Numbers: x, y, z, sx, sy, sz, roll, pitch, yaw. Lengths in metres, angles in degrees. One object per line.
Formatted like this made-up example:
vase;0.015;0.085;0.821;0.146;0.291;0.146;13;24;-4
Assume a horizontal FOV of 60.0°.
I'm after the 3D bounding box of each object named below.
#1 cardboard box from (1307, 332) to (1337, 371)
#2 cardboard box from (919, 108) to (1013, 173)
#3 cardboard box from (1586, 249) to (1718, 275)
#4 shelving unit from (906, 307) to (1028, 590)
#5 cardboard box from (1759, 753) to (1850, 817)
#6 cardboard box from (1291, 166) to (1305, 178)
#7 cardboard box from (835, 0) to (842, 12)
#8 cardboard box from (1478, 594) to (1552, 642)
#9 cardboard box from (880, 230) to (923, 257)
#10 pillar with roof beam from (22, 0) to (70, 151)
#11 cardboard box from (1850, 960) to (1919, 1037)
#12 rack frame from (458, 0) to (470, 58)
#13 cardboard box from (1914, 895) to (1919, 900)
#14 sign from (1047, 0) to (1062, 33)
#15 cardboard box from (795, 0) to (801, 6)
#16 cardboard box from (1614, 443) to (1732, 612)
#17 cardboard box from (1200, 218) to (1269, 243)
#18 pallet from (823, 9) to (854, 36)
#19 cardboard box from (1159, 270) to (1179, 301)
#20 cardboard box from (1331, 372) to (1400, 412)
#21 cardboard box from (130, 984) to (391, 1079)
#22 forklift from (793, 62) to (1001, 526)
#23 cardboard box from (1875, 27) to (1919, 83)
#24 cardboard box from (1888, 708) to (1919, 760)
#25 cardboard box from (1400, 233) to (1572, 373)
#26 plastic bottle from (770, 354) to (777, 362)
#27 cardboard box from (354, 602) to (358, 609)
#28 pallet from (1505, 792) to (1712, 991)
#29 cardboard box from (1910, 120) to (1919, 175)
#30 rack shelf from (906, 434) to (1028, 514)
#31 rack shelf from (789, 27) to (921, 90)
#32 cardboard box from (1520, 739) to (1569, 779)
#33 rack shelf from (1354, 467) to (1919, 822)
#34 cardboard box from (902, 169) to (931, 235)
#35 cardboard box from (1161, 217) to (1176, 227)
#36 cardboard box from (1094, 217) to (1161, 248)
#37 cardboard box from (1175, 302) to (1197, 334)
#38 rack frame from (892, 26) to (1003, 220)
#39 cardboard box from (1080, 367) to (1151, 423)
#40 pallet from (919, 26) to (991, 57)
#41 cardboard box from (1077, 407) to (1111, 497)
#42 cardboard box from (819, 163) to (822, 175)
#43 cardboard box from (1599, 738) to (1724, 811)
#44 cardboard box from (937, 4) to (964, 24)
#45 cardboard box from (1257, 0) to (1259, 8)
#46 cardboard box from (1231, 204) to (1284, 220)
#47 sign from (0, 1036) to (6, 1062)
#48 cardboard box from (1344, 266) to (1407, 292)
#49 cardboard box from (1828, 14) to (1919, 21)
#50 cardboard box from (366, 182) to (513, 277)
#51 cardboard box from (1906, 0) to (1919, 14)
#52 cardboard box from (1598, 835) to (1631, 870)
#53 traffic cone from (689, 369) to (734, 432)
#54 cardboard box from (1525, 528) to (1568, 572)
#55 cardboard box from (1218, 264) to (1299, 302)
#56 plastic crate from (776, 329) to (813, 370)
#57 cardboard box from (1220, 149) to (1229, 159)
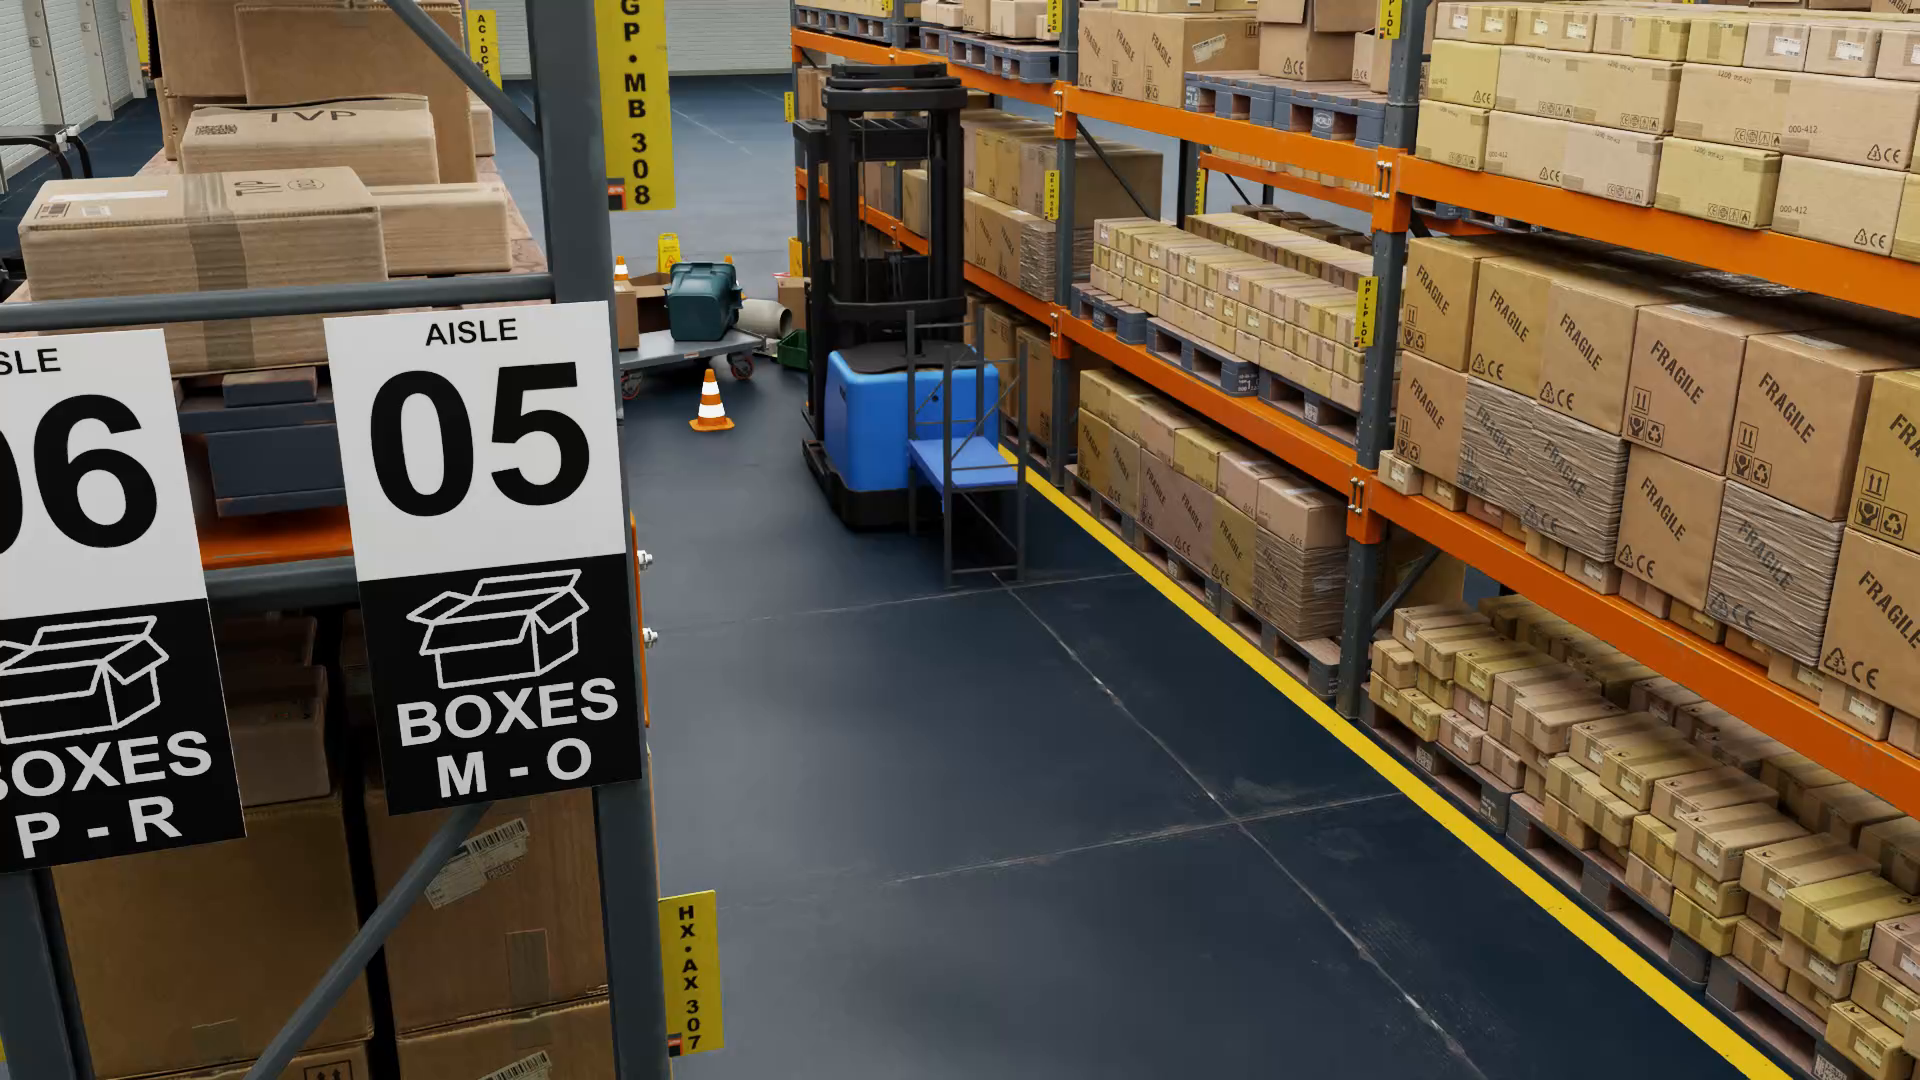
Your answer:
cardboard box;2.010;-0.982;8.522;0.380;0.149;0.250;-6;21;-17
cardboard box;0.054;-3.497;14.589;0.700;0.500;0.500;-7;21;-18
cardboard box;2.978;-0.941;7.033;0.500;0.500;0.500;-7;21;-19
shelving unit;0.029;-0.595;10.356;0.538;1.500;1.048;-5;20;-13
cardboard box;3.389;0.952;6.544;0.380;0.149;0.250;-6;21;-16
cardboard box;3.828;-4.035;18.086;0.380;0.149;0.250;-6;21;-17
cardboard box;-1.007;-5.249;16.258;0.380;0.149;0.250;-6;21;-17
cardboard box;2.765;0.379;8.139;0.380;0.149;0.250;-6;21;-16
cardboard box;-0.239;-2.545;16.087;0.875;0.875;0.875;-6;21;-16
pillar with roof beam;-12.951;-12.073;31.217;9.100;9.000;0.400;-6;21;-17
cardboard box;3.196;1.488;5.493;0.380;0.149;0.250;-7;21;-18
rack frame;-2.261;-2.836;5.500;1.000;3.000;0.127;-6;21;-17
cardboard box;3.549;1.358;5.854;0.380;0.149;0.250;-6;21;-17
sign;0.620;-3.491;10.878;0.100;0.325;0.005;-6;21;-17
cardboard box;-1.562;-5.816;17.837;0.380;0.149;0.250;-6;21;-17
cardboard box;2.806;-0.080;6.114;0.500;0.500;0.500;-5;20;-14
cardboard box;1.815;-2.025;10.986;0.380;0.149;0.250;-7;21;-18
pallet;-0.735;-5.163;16.547;1.003;0.211;1.213;-6;21;-17
cardboard box;1.442;-1.565;10.146;0.380;0.149;0.250;-6;21;-17
cardboard box;2.094;-0.757;8.337;0.380;0.149;0.250;-7;21;-18
cardboard box;-1.407;1.097;3.277;0.500;0.500;0.500;-6;21;-17
forklift;-0.570;-1.934;11.966;1.130;2.935;3.031;-5;20;-13
cardboard box;3.006;-1.460;4.999;0.380;0.149;0.250;-7;21;-18
cardboard box;3.157;0.593;5.198;0.380;0.149;0.250;-7;21;-18
cardboard box;2.317;-1.058;7.358;0.500;0.500;0.500;-6;21;-16
plastic bottle;-1.628;-1.684;15.514;0.283;0.061;0.133;17;26;39
cardboard box;-1.882;0.139;4.466;0.500;0.500;0.500;-7;21;-18
pallet;3.038;1.345;6.859;1.003;0.211;1.213;-6;21;-17
cardboard box;3.115;-1.149;4.722;0.500;0.250;0.500;-7;21;-19
rack shelf;0.029;-0.426;10.417;0.538;0.185;1.000;-5;20;-13
rack shelf;-0.737;-4.853;16.618;1.077;0.370;4.000;-6;21;-17
cardboard box;2.638;0.907;7.110;0.380;0.149;0.250;-5;20;-15
rack shelf;3.035;0.409;6.404;1.077;0.370;4.000;-6;21;-17
cardboard box;-0.198;-2.988;14.650;0.500;0.500;0.500;-6;21;-17
cardboard box;1.264;-2.075;12.107;0.500;0.500;0.500;-6;21;-17
cardboard box;1.112;-2.044;11.040;0.380;0.149;0.250;-6;21;-17
cardboard box;1.517;-1.344;9.971;0.380;0.149;0.250;-6;21;-16
rack frame;-0.108;-3.138;15.217;1.000;3.000;0.127;-6;21;-17
cardboard box;1.136;-0.982;11.180;0.500;0.250;0.500;-7;21;-20
pallet;0.227;-4.171;13.937;0.805;0.209;1.217;-7;21;-19
cardboard box;1.129;-0.622;11.287;0.500;0.500;0.500;-7;21;-20
cardboard box;-1.206;-4.378;18.447;0.875;0.550;0.550;-6;21;-17
cardboard box;2.785;0.930;6.607;0.380;0.149;0.250;-6;21;-17
cardboard box;-0.018;-4.317;13.664;0.250;0.149;0.380;-6;21;-17
cardboard box;1.947;-3.161;9.562;0.396;0.266;0.258;-6;21;-17
cardboard box;3.555;-3.736;19.956;0.500;0.500;0.500;-3;20;-7
sign;-1.523;0.668;2.557;0.100;0.325;0.005;-6;21;-17
cardboard box;2.391;-1.440;9.357;0.380;0.149;0.250;-7;21;-18
cardboard box;3.294;-1.772;5.869;0.380;0.149;0.250;-7;21;-18
cardboard box;-1.127;-0.641;3.429;0.380;0.149;0.250;-6;21;-15
cardboard box;6.552;-3.354;10.605;0.797;0.503;0.637;-7;21;-18
cardboard box;2.817;1.212;6.701;0.380;0.149;0.250;-6;21;-16
traffic cone;-2.016;-1.150;13.434;0.336;0.463;0.334;-6;21;-17
cardboard box;2.567;0.004;6.841;0.380;0.149;0.250;-6;21;-16
cardboard box;1.686;-1.457;9.406;0.380;0.149;0.250;-7;21;-20
plastic crate;-1.406;-1.759;15.450;0.450;0.188;0.662;13;22;7
cardboard box;3.299;-4.599;19.656;0.380;0.149;0.250;-6;21;-17
